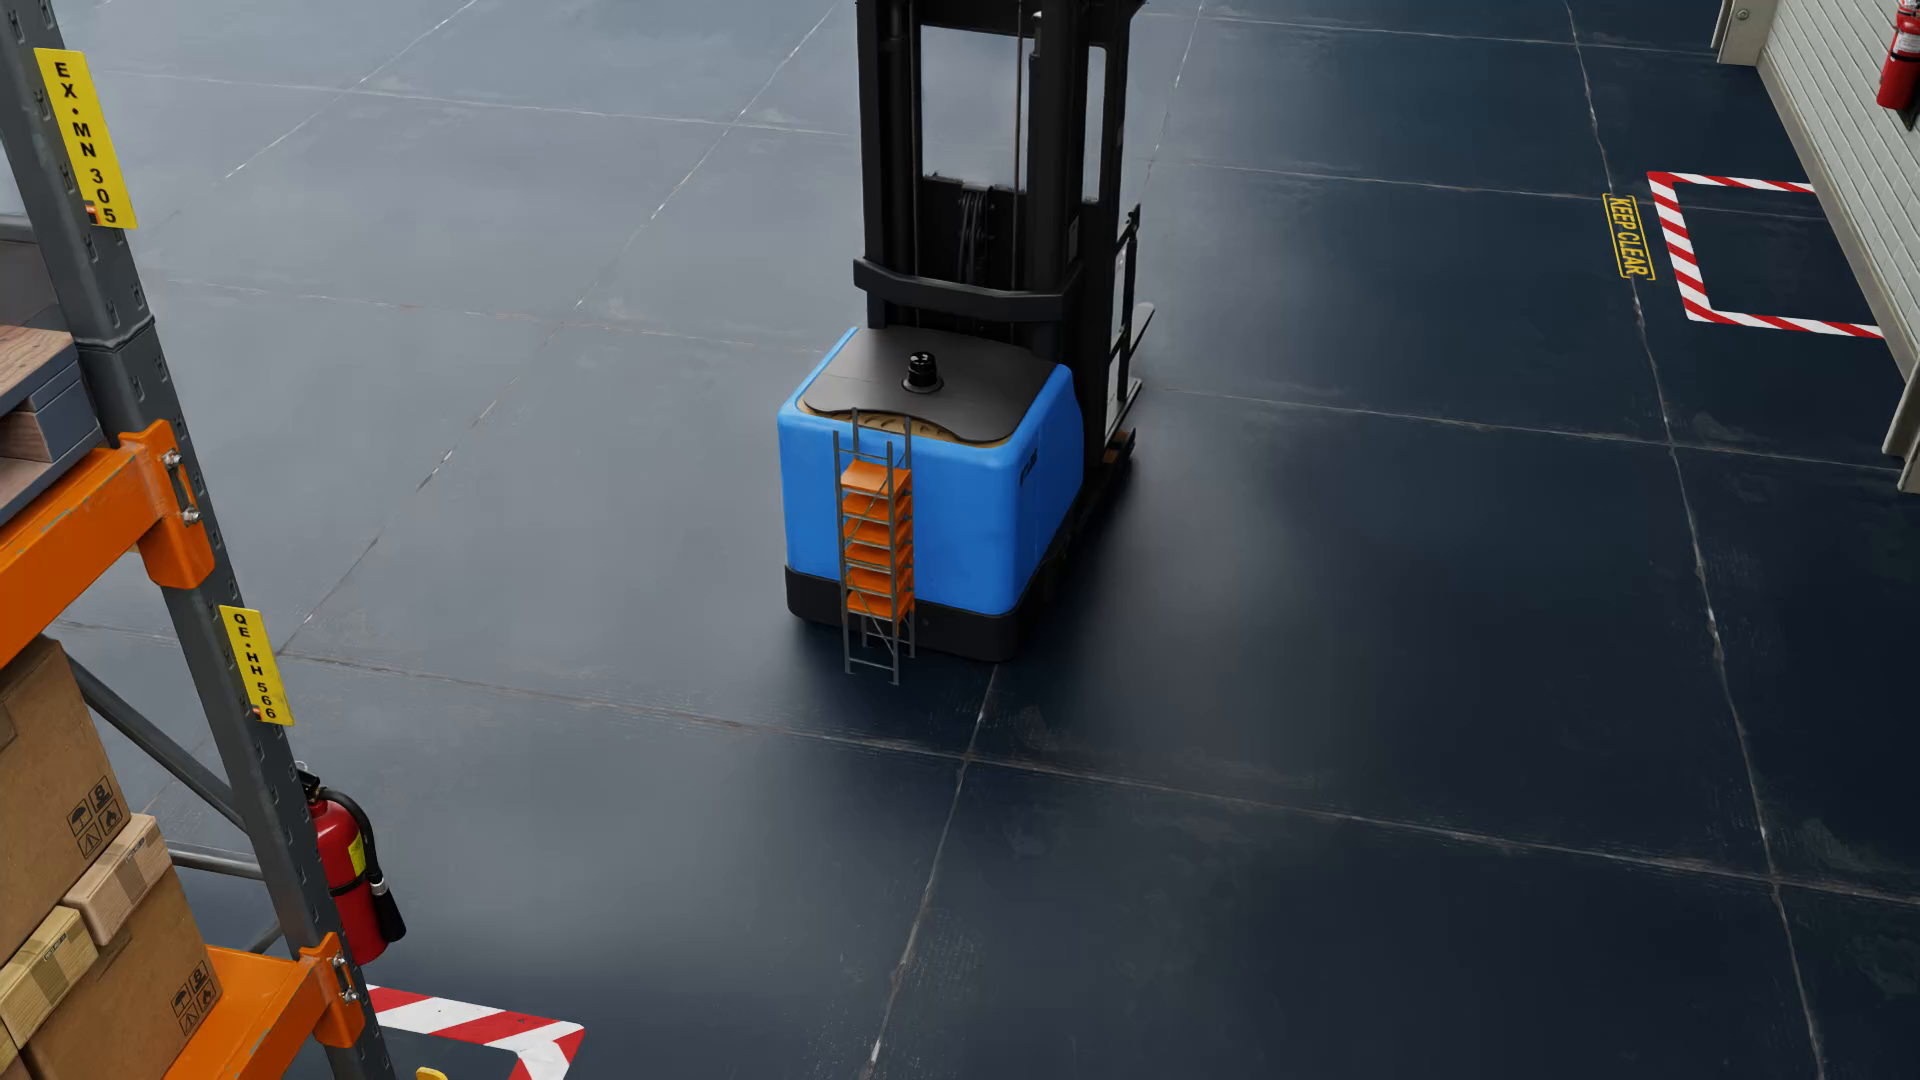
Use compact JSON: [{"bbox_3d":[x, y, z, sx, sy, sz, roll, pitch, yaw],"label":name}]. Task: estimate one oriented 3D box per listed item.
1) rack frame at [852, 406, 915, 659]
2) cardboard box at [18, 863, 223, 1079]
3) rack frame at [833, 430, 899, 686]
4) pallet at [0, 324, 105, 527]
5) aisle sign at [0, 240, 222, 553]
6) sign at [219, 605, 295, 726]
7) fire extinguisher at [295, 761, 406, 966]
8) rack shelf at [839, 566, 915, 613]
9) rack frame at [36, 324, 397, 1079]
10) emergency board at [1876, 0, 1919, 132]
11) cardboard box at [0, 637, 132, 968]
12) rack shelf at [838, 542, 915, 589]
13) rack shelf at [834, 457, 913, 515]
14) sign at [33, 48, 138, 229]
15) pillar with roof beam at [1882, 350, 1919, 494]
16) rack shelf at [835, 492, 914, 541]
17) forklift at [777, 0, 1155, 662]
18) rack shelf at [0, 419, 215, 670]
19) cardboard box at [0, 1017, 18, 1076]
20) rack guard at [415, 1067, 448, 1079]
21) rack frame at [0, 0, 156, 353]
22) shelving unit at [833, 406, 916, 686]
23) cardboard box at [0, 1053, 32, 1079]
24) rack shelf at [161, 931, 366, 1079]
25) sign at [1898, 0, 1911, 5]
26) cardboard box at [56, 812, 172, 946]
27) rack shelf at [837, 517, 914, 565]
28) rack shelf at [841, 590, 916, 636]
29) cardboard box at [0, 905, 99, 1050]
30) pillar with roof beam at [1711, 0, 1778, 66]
[{"bbox_3d":[-0.303,-0.005,6.734,0.240,1.200,0.006,12,38,16],"label":"rack frame"},{"bbox_3d":[-2.172,0.991,3.741,0.700,0.500,0.500,7,37,10],"label":"cardboard box"},{"bbox_3d":[-0.366,0.096,6.595,0.240,1.200,0.006,12,38,16],"label":"rack frame"},{"bbox_3d":[-2.236,-0.011,2.729,1.003,0.211,1.213,7,37,10],"label":"pallet"},{"bbox_3d":[-1.759,-0.288,3.376,0.394,0.787,0.004,7,37,10],"label":"aisle sign"},{"bbox_3d":[-1.533,0.277,3.624,0.100,0.325,0.005,7,37,10],"label":"sign"},{"bbox_3d":[-1.581,0.787,4.174,0.296,0.674,0.183,7,37,10],"label":"fire extinguisher"},{"bbox_3d":[-0.335,0.179,6.761,0.258,0.103,0.180,12,38,16],"label":"rack shelf"},{"bbox_3d":[-2.060,0.765,4.138,1.000,3.000,0.127,7,37,10],"label":"rack frame"},{"bbox_3d":[5.322,-2.958,9.275,0.194,1.169,0.643,7,37,10],"label":"emergency board"},{"bbox_3d":[-2.184,0.496,3.319,0.700,0.500,0.500,7,37,10],"label":"cardboard box"},{"bbox_3d":[-0.335,0.081,6.691,0.258,0.103,0.180,12,38,16],"label":"rack shelf"},{"bbox_3d":[-0.335,-0.210,6.480,0.258,0.103,0.180,12,38,16],"label":"rack shelf"},{"bbox_3d":[-1.533,-0.700,2.916,0.100,0.325,0.005,7,37,10],"label":"sign"},{"bbox_3d":[0.552,-4.515,6.311,9.100,9.000,0.400,7,37,10],"label":"pillar with roof beam"},{"bbox_3d":[-0.335,-0.113,6.550,0.258,0.103,0.180,12,38,16],"label":"rack shelf"},{"bbox_3d":[0.233,-1.541,7.379,1.130,2.935,3.031,12,38,16],"label":"forklift"},{"bbox_3d":[-2.487,0.989,1.887,1.077,0.370,4.000,7,37,10],"label":"rack shelf"},{"bbox_3d":[-2.065,1.002,3.173,0.380,0.149,0.250,7,36,9],"label":"cardboard box"},{"bbox_3d":[-2.055,1.764,4.890,1.175,0.500,0.348,7,37,10],"label":"rack guard"},{"bbox_3d":[-2.060,-1.664,2.377,1.000,3.000,0.127,7,37,10],"label":"rack frame"},{"bbox_3d":[-0.335,0.045,6.665,0.258,1.200,0.189,12,38,16],"label":"shelving unit"},{"bbox_3d":[-2.280,1.293,3.325,0.700,0.500,0.500,8,37,11],"label":"cardboard box"},{"bbox_3d":[-2.487,2.203,2.767,1.077,0.370,4.000,7,37,10],"label":"rack shelf"},{"bbox_3d":[5.541,-3.276,9.684,0.001,0.329,0.234,7,37,10],"label":"sign"},{"bbox_3d":[-1.956,0.705,3.583,0.380,0.149,0.250,7,36,9],"label":"cardboard box"},{"bbox_3d":[-0.335,-0.016,6.620,0.258,0.103,0.180,12,38,16],"label":"rack shelf"},{"bbox_3d":[-0.335,0.276,6.832,0.258,0.103,0.180,12,38,16],"label":"rack shelf"},{"bbox_3d":[-2.010,0.855,3.376,0.380,0.149,0.250,8,37,11],"label":"cardboard box"},{"bbox_3d":[1.833,-7.954,11.057,9.100,9.000,0.400,7,37,10],"label":"pillar with roof beam"}]
